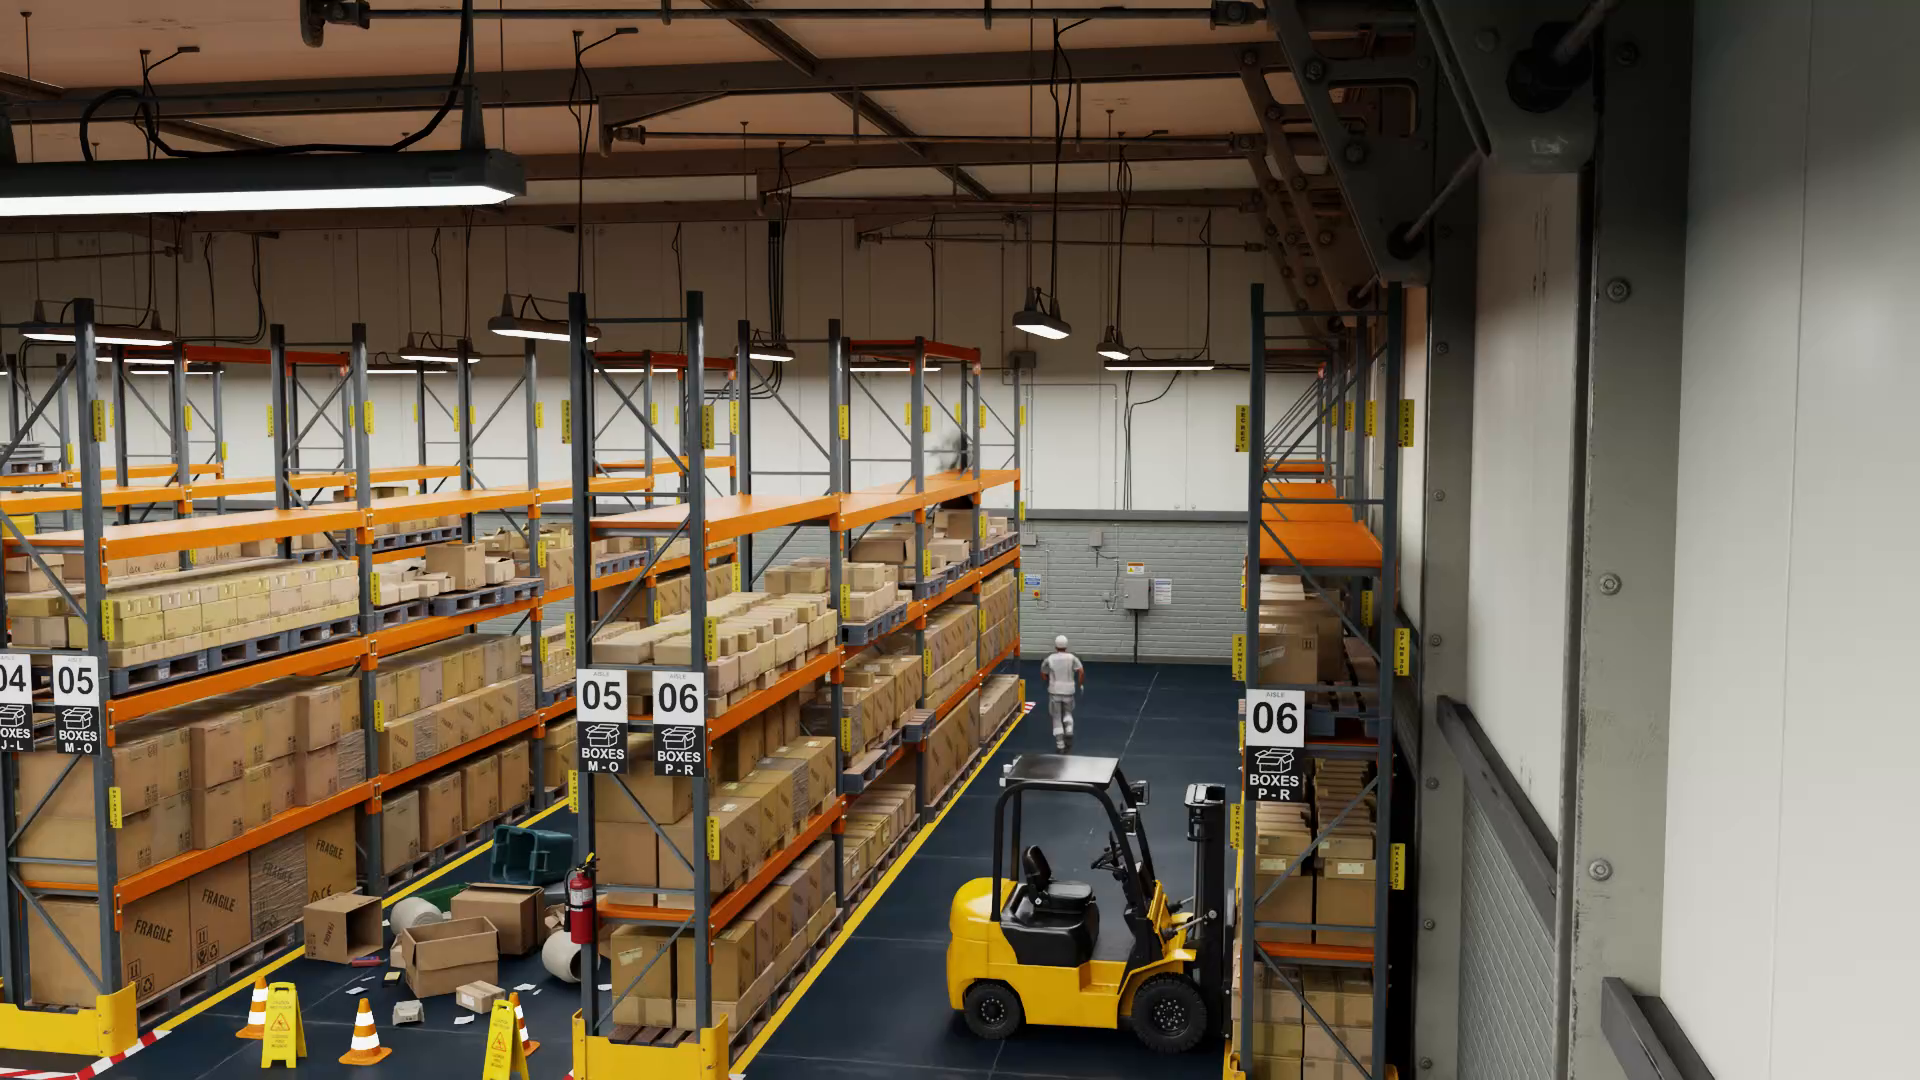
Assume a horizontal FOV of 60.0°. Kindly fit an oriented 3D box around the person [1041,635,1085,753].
[{"bbox_3d":[1.526,2.278,24.885,0.643,1.743,0.615,0,5,0],"label":"person"}]

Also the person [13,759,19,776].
[{"bbox_3d":[-12.197,2.573,21.817,0.581,1.634,0.931,0,5,5],"label":"person"}]
